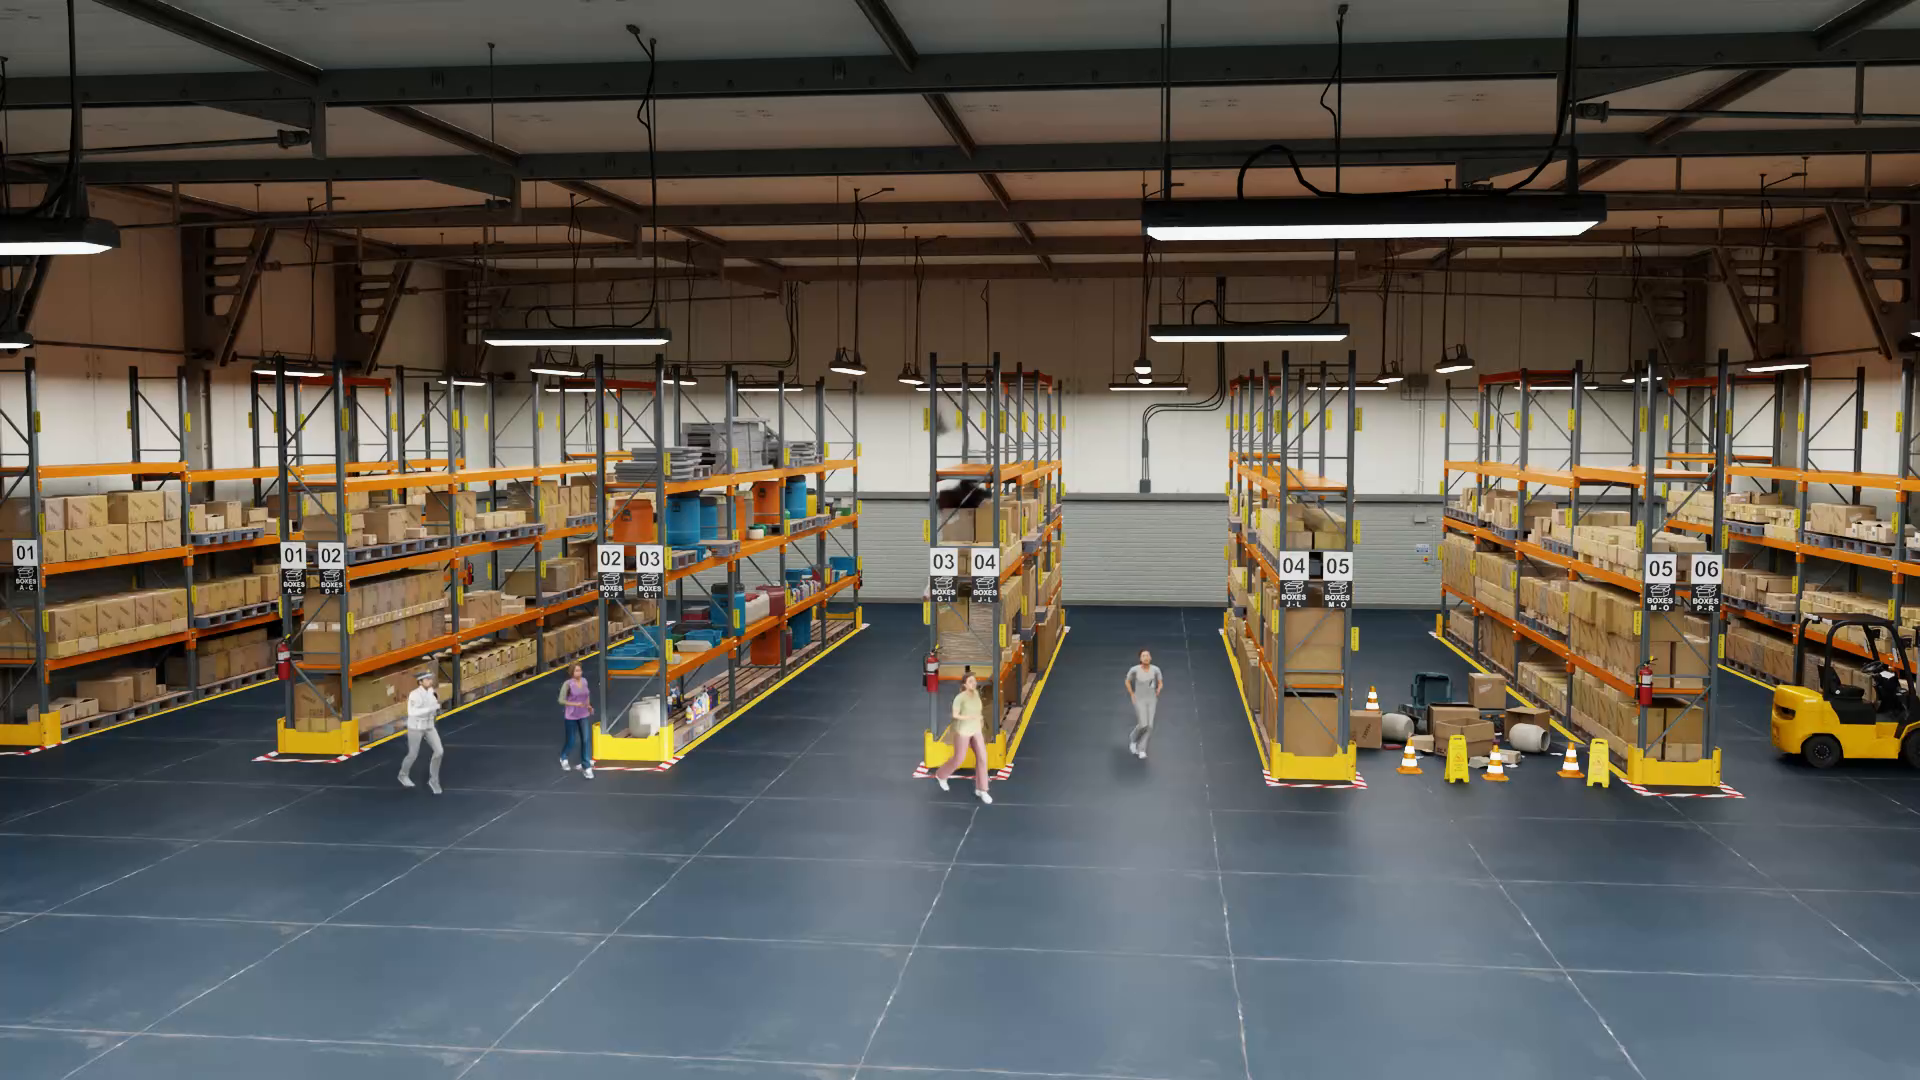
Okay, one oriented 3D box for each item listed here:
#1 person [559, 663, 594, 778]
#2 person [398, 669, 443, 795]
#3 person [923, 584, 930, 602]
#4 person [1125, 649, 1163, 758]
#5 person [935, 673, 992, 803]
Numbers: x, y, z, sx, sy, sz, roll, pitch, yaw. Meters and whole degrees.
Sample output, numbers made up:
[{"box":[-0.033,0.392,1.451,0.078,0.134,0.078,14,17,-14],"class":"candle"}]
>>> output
[{"box":[-5.426,2.523,23.490,0.543,1.598,0.810,-3,5,-39],"class":"person"},{"box":[-7.301,2.590,22.469,0.829,1.752,0.593,2,5,31],"class":"person"},{"box":[-0.480,1.551,36.898,0.716,1.728,0.726,0,4,6],"class":"person"},{"box":[2.770,2.434,24.764,0.552,1.637,0.561,-1,4,-9],"class":"person"},{"box":[0.077,2.599,22.161,0.583,1.694,0.958,-3,5,-39],"class":"person"}]
